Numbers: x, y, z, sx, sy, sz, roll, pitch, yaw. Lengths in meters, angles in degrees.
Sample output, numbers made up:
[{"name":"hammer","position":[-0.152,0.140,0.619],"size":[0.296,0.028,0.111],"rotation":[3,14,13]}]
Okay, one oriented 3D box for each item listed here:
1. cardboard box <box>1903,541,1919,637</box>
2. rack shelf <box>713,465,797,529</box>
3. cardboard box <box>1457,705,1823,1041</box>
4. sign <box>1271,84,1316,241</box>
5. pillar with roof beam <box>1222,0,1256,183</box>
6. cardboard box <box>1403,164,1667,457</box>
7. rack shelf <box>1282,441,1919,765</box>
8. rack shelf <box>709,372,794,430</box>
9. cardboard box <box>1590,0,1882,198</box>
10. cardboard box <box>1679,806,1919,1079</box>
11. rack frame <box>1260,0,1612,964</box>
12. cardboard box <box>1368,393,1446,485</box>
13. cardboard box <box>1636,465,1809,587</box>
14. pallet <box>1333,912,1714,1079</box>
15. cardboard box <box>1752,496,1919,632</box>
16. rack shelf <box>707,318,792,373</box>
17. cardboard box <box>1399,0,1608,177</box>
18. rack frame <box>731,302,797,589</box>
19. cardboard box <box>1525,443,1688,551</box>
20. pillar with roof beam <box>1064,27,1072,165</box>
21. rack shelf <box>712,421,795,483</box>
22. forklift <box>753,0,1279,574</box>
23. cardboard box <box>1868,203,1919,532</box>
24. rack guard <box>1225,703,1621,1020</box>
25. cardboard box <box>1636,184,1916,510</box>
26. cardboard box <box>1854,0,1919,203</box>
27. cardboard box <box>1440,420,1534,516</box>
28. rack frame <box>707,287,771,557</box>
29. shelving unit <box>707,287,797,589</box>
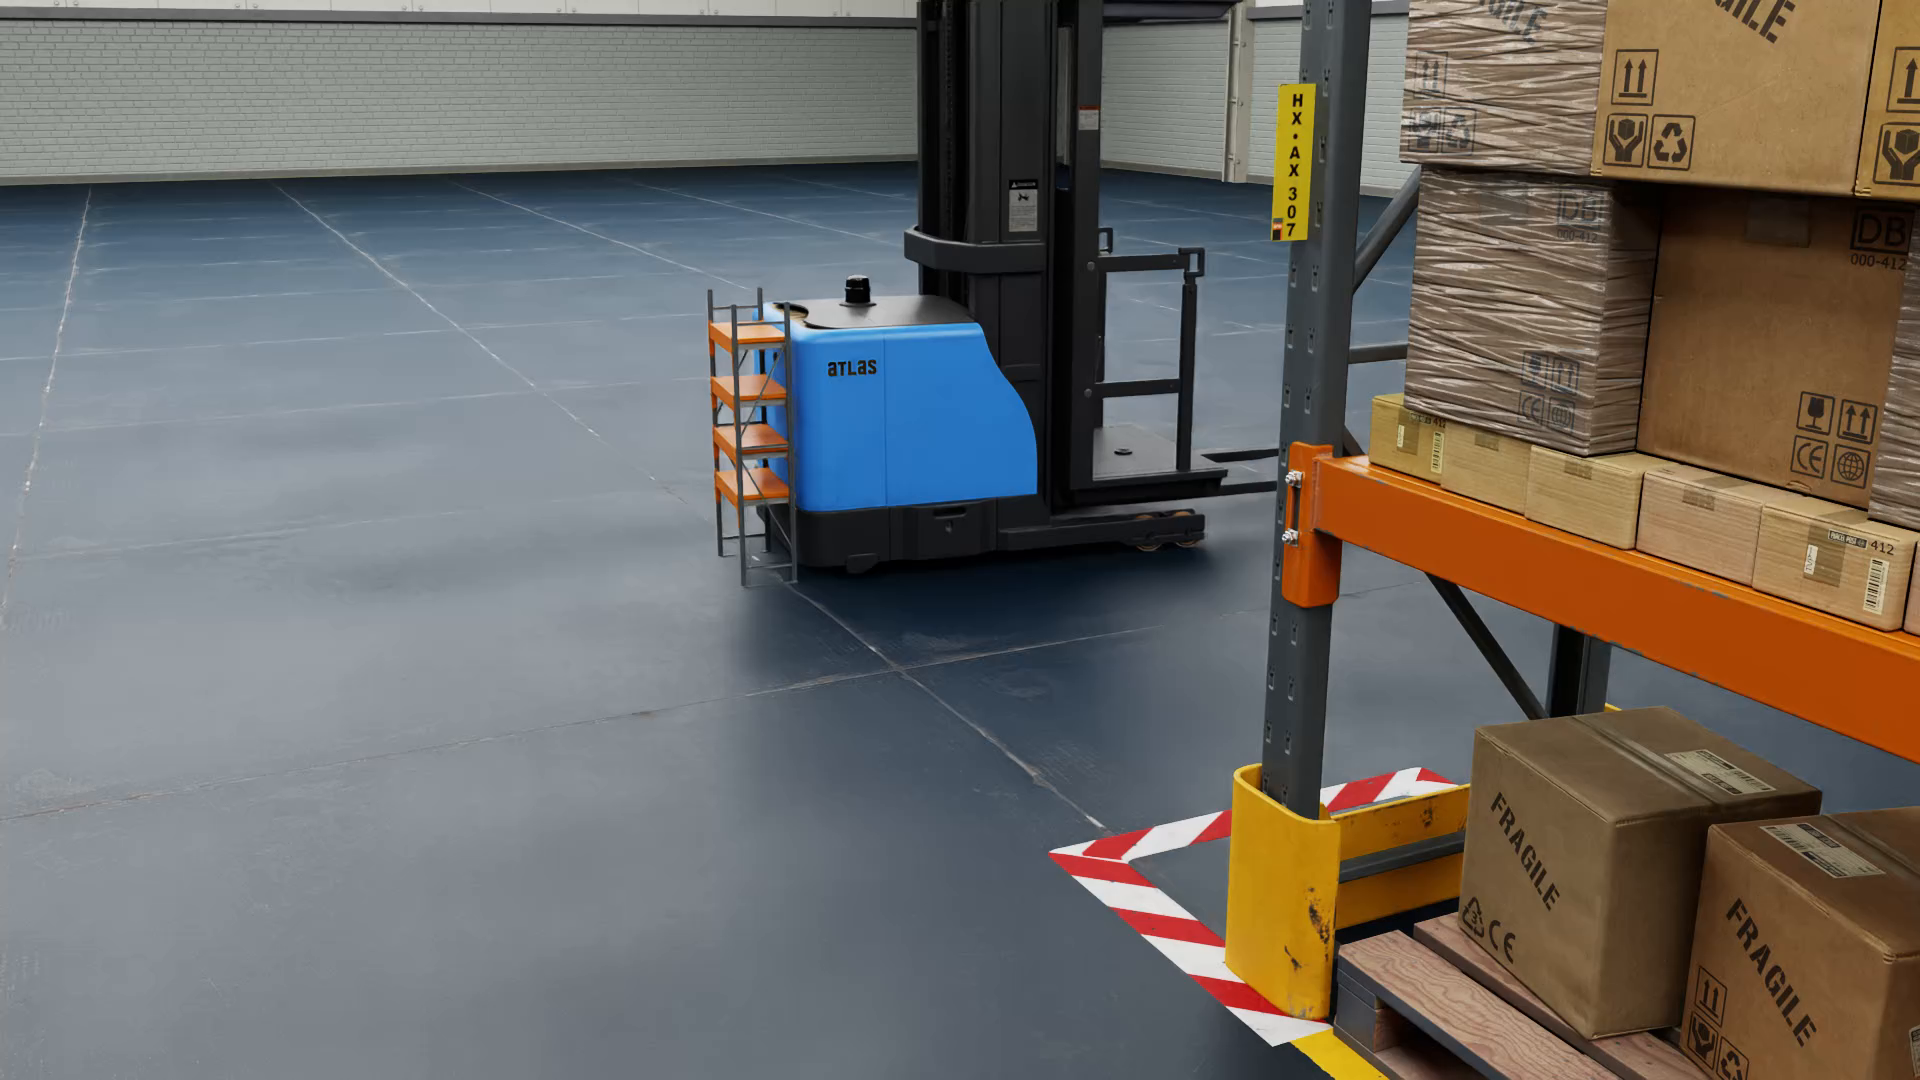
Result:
[{"name":"cardboard box","position":[1.664,0.077,2.498],"size":[0.380,0.149,0.250],"rotation":[-8,18,-25]},{"name":"rack shelf","position":[-0.892,-0.192,7.208],"size":[0.258,0.148,0.480],"rotation":[-6,17,-19]},{"name":"cardboard box","position":[1.458,0.705,3.628],"size":[0.500,0.500,0.500],"rotation":[-4,17,-15]},{"name":"sign","position":[0.712,-0.802,3.539],"size":[0.100,0.325,0.005],"rotation":[-8,18,-25]},{"name":"pillar with roof beam","position":[1.258,-10.493,28.001],"size":[9.100,9.000,0.400],"rotation":[-8,18,-25]},{"name":"cardboard box","position":[1.416,-0.503,3.346],"size":[0.875,0.500,0.500],"rotation":[-8,18,-25]},{"name":"rack shelf","position":[2.076,0.390,2.259],"size":[1.077,0.370,4.000],"rotation":[-8,18,-25]},{"name":"rack shelf","position":[-0.892,-0.598,7.091],"size":[0.258,0.148,0.480],"rotation":[-6,17,-19]},{"name":"cardboard box","position":[1.409,-0.829,2.670],"size":[0.500,0.500,0.500],"rotation":[-8,18,-25]},{"name":"cardboard box","position":[1.751,0.849,3.126],"size":[0.500,0.500,0.500],"rotation":[-3,16,-10]},{"name":"rack frame","position":[1.200,-0.452,3.888],"size":[1.000,3.000,0.127],"rotation":[-8,18,-25]},{"name":"cardboard box","position":[1.110,-0.232,3.576],"size":[0.380,0.149,0.250],"rotation":[-8,18,-25]},{"name":"cardboard box","position":[1.427,-0.044,2.922],"size":[0.380,0.149,0.250],"rotation":[-8,18,-25]},{"name":"pallet","position":[1.557,1.113,3.490],"size":[1.003,0.211,1.213],"rotation":[-8,18,-25]},{"name":"cardboard box","position":[1.530,0.019,2.703],"size":[0.380,0.149,0.250],"rotation":[-8,18,-25]},{"name":"rack shelf","position":[-0.892,-0.825,7.026],"size":[0.258,0.148,0.480],"rotation":[-6,17,-19]},{"name":"cardboard box","position":[1.196,-0.954,3.105],"size":[0.500,0.500,0.500],"rotation":[-8,18,-25]},{"name":"rack frame","position":[-0.811,-0.384,6.913],"size":[0.240,1.200,0.015],"rotation":[-6,17,-19]},{"name":"cardboard box","position":[1.299,-0.104,3.129],"size":[0.380,0.149,0.250],"rotation":[-8,18,-25]},{"name":"pillar with roof beam","position":[-1.370,-11.981,33.186],"size":[9.100,9.000,0.400],"rotation":[-8,18,-25]},{"name":"rack shelf","position":[-0.892,-0.383,7.153],"size":[0.258,0.148,0.480],"rotation":[-6,17,-19]},{"name":"forklift","position":[0.604,-1.487,7.619],"size":[3.031,2.935,1.130],"rotation":[-5,17,-18]},{"name":"cardboard box","position":[1.923,-0.265,2.514],"size":[0.875,0.500,0.500],"rotation":[-8,18,-25]},{"name":"rack guard","position":[1.233,0.768,4.167],"size":[1.175,0.500,0.348],"rotation":[-8,18,-25]},{"name":"cardboard box","position":[1.743,-0.394,2.964],"size":[0.875,0.500,0.500],"rotation":[-8,18,-25]},{"name":"cardboard box","position":[1.629,-0.706,2.238],"size":[0.500,0.500,0.500],"rotation":[-8,18,-25]},{"name":"cardboard box","position":[1.203,-0.167,3.351],"size":[0.380,0.149,0.250],"rotation":[-8,18,-25]},{"name":"rack frame","position":[-0.973,-0.511,7.356],"size":[0.240,1.200,0.015],"rotation":[-6,17,-19]},{"name":"shelving unit","position":[-0.892,-0.447,7.135],"size":[0.258,1.200,0.503],"rotation":[-6,17,-19]}]
